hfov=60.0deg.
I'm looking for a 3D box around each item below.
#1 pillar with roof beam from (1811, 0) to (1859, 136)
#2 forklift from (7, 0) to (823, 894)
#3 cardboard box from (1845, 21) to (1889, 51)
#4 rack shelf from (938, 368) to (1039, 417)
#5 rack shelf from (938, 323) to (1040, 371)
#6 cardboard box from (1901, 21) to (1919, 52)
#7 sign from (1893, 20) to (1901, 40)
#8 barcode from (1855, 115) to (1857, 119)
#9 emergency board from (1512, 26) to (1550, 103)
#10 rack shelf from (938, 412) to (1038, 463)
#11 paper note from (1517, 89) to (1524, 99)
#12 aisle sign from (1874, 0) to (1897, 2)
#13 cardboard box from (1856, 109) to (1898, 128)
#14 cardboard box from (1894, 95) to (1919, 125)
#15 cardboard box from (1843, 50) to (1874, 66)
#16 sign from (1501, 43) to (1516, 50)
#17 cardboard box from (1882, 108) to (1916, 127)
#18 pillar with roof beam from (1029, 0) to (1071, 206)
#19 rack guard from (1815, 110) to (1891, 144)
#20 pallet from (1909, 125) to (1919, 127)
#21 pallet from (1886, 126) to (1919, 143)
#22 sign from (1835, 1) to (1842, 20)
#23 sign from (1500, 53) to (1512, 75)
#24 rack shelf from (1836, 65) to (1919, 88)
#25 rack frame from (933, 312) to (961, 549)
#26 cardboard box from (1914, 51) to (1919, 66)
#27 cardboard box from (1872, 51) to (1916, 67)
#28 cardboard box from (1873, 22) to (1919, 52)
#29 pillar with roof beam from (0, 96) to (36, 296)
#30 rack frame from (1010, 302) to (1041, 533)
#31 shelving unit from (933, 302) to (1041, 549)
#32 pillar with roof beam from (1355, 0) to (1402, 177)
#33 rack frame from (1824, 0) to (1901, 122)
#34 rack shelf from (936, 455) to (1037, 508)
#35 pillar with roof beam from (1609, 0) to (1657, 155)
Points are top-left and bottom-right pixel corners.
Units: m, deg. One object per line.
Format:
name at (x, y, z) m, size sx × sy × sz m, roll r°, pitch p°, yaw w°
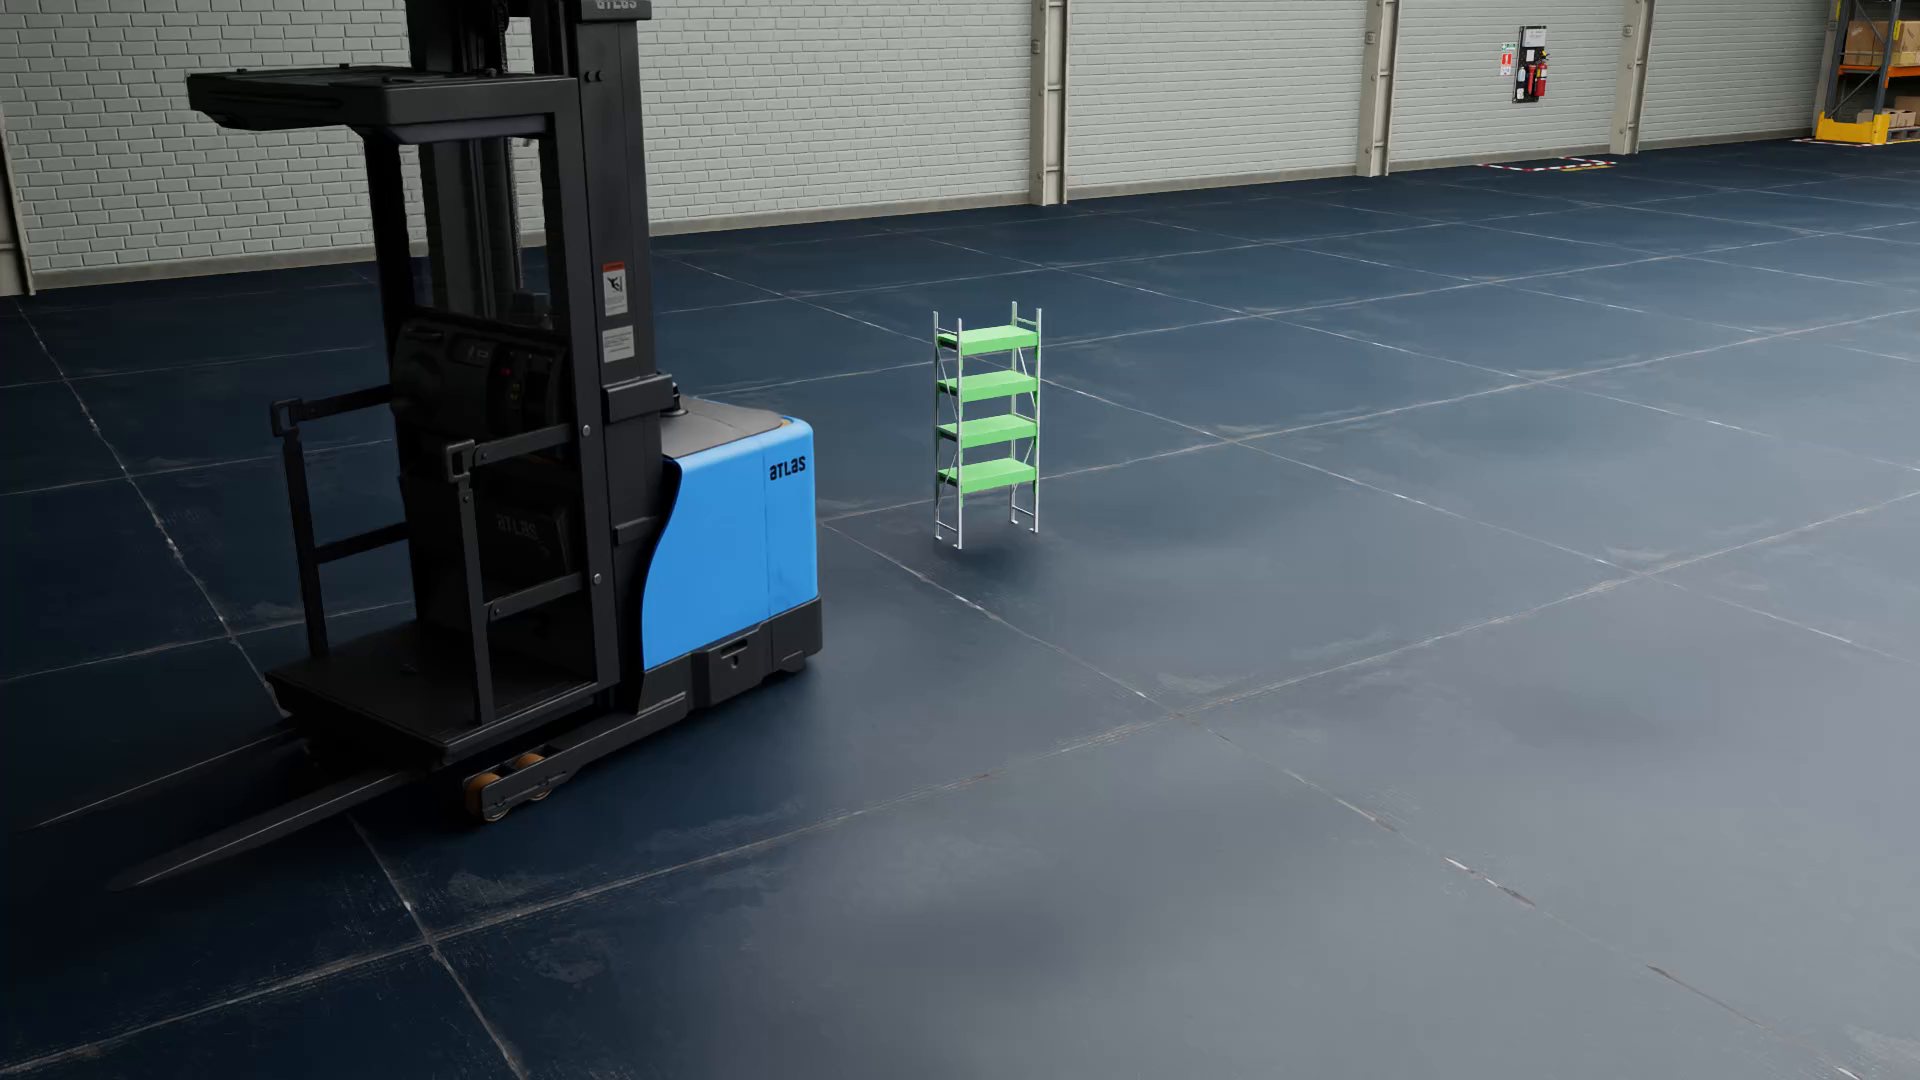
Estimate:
pillar with roof beam at (18.551, -10.690, 26.316) m, size 0.400 × 9.000 × 9.100 m, roll -12°, pitch 22°, yaw -31°
forklift at (-1.878, -0.580, 5.883) m, size 1.130 × 2.935 × 3.031 m, roll 14°, pitch 23°, yaw 35°
cardboard box at (16.351, -9.079, 29.948) m, size 0.500 × 0.500 × 0.500 m, roll -12°, pitch 22°, yaw -32°
rack shelf at (0.138, -0.764, 8.582) m, size 0.480 × 0.148 × 0.258 m, roll -12°, pitch 22°, yaw -31°
rack shelf at (0.138, -0.992, 8.506) m, size 0.480 × 0.148 × 0.258 m, roll -12°, pitch 22°, yaw -31°
cardboard box at (17.057, -9.027, 29.795) m, size 0.500 × 0.500 × 0.500 m, roll -12°, pitch 22°, yaw -31°
sign at (16.373, -8.910, 29.066) m, size 0.005 × 0.325 × 0.100 m, roll -12°, pitch 22°, yaw -31°
barcode at (16.497, -7.792, 30.607) m, size 0.075 × 0.075 × 0.001 m, roll -12°, pitch 22°, yaw -31°
emergency board at (9.087, -7.518, 26.299) m, size 0.643 × 1.169 × 0.194 m, roll -12°, pitch 22°, yaw -31°
rack shelf at (0.138, -0.537, 8.659) m, size 0.480 × 0.148 × 0.258 m, roll -12°, pitch 22°, yaw -31°
paper note at (8.902, -7.088, 26.403) m, size 0.142 × 0.148 × 0.016 m, roll -12°, pitch 22°, yaw -31°
aisle sign at (16.179, -9.784, 28.942) m, size 0.004 × 0.787 × 0.394 m, roll -12°, pitch 22°, yaw -31°
cardboard box at (16.702, -7.678, 30.283) m, size 0.500 × 0.311 × 0.500 m, roll -15°, pitch 24°, yaw -37°
cardboard box at (17.818, -7.984, 30.892) m, size 0.500 × 0.500 × 0.700 m, roll -14°, pitch 23°, yaw -35°
cardboard box at (16.358, -8.718, 30.051) m, size 0.500 × 0.250 × 0.500 m, roll -12°, pitch 22°, yaw -31°
sign at (8.578, -7.715, 25.997) m, size 0.331 × 0.109 × 0.001 m, roll -12°, pitch 22°, yaw -31°
cardboard box at (17.178, -7.778, 30.580) m, size 0.500 × 0.311 × 0.500 m, roll -10°, pitch 21°, yaw -27°
pillar with roof beam at (3.518, -7.520, 16.937) m, size 0.400 × 9.000 × 9.100 m, roll -12°, pitch 22°, yaw -31°
rack guard at (16.138, -7.475, 30.073) m, size 0.348 × 0.500 × 1.175 m, roll -12°, pitch 22°, yaw -31°
pallet at (17.854, -7.685, 31.147) m, size 1.213 × 0.211 × 1.003 m, roll -12°, pitch 22°, yaw -31°
pallet at (16.836, -7.471, 30.515) m, size 1.213 × 0.211 × 1.003 m, roll -12°, pitch 22°, yaw -31°
sign at (15.786, -9.496, 29.847) m, size 0.005 × 0.325 × 0.100 m, roll -12°, pitch 22°, yaw -31°
sign at (8.569, -7.465, 26.087) m, size 0.234 × 0.329 × 0.001 m, roll -12°, pitch 22°, yaw -31°
rack shelf at (17.745, -8.657, 30.791) m, size 4.000 × 0.370 × 1.077 m, roll -12°, pitch 22°, yaw -31°
rack frame at (-0.066, -0.555, 8.512) m, size 0.015 × 1.200 × 0.240 m, roll -12°, pitch 22°, yaw -31°
cardboard box at (17.082, -8.680, 29.939) m, size 0.500 × 0.250 × 0.500 m, roll -13°, pitch 22°, yaw -33°
cardboard box at (16.657, -8.585, 29.657) m, size 0.500 × 0.250 × 0.500 m, roll -13°, pitch 22°, yaw -33°
cardboard box at (16.638, -8.943, 29.545) m, size 0.500 × 0.500 × 0.500 m, roll -12°, pitch 22°, yaw -31°
pillar with roof beam at (-6.504, -5.406, 10.685) m, size 0.400 × 9.000 × 9.100 m, roll -12°, pitch 22°, yaw -31°
rack frame at (0.342, -0.641, 8.766) m, size 0.015 × 1.200 × 0.240 m, roll -12°, pitch 22°, yaw -31°
shelving unit at (0.138, -0.598, 8.639) m, size 0.503 × 1.200 × 0.258 m, roll -12°, pitch 22°, yaw -31°
pillar with roof beam at (8.529, -8.577, 20.064) m, size 0.400 × 9.000 × 9.100 m, roll -12°, pitch 22°, yaw -31°
rack frame at (16.074, -8.645, 29.633) m, size 0.127 × 3.000 × 1.000 m, roll -12°, pitch 22°, yaw -31°
rack shelf at (0.138, -0.310, 8.736) m, size 0.480 × 0.148 × 0.258 m, roll -12°, pitch 22°, yaw -31°
pillar with roof beam at (13.540, -9.634, 23.190) m, size 0.400 × 9.000 × 9.100 m, roll -12°, pitch 22°, yaw -31°
